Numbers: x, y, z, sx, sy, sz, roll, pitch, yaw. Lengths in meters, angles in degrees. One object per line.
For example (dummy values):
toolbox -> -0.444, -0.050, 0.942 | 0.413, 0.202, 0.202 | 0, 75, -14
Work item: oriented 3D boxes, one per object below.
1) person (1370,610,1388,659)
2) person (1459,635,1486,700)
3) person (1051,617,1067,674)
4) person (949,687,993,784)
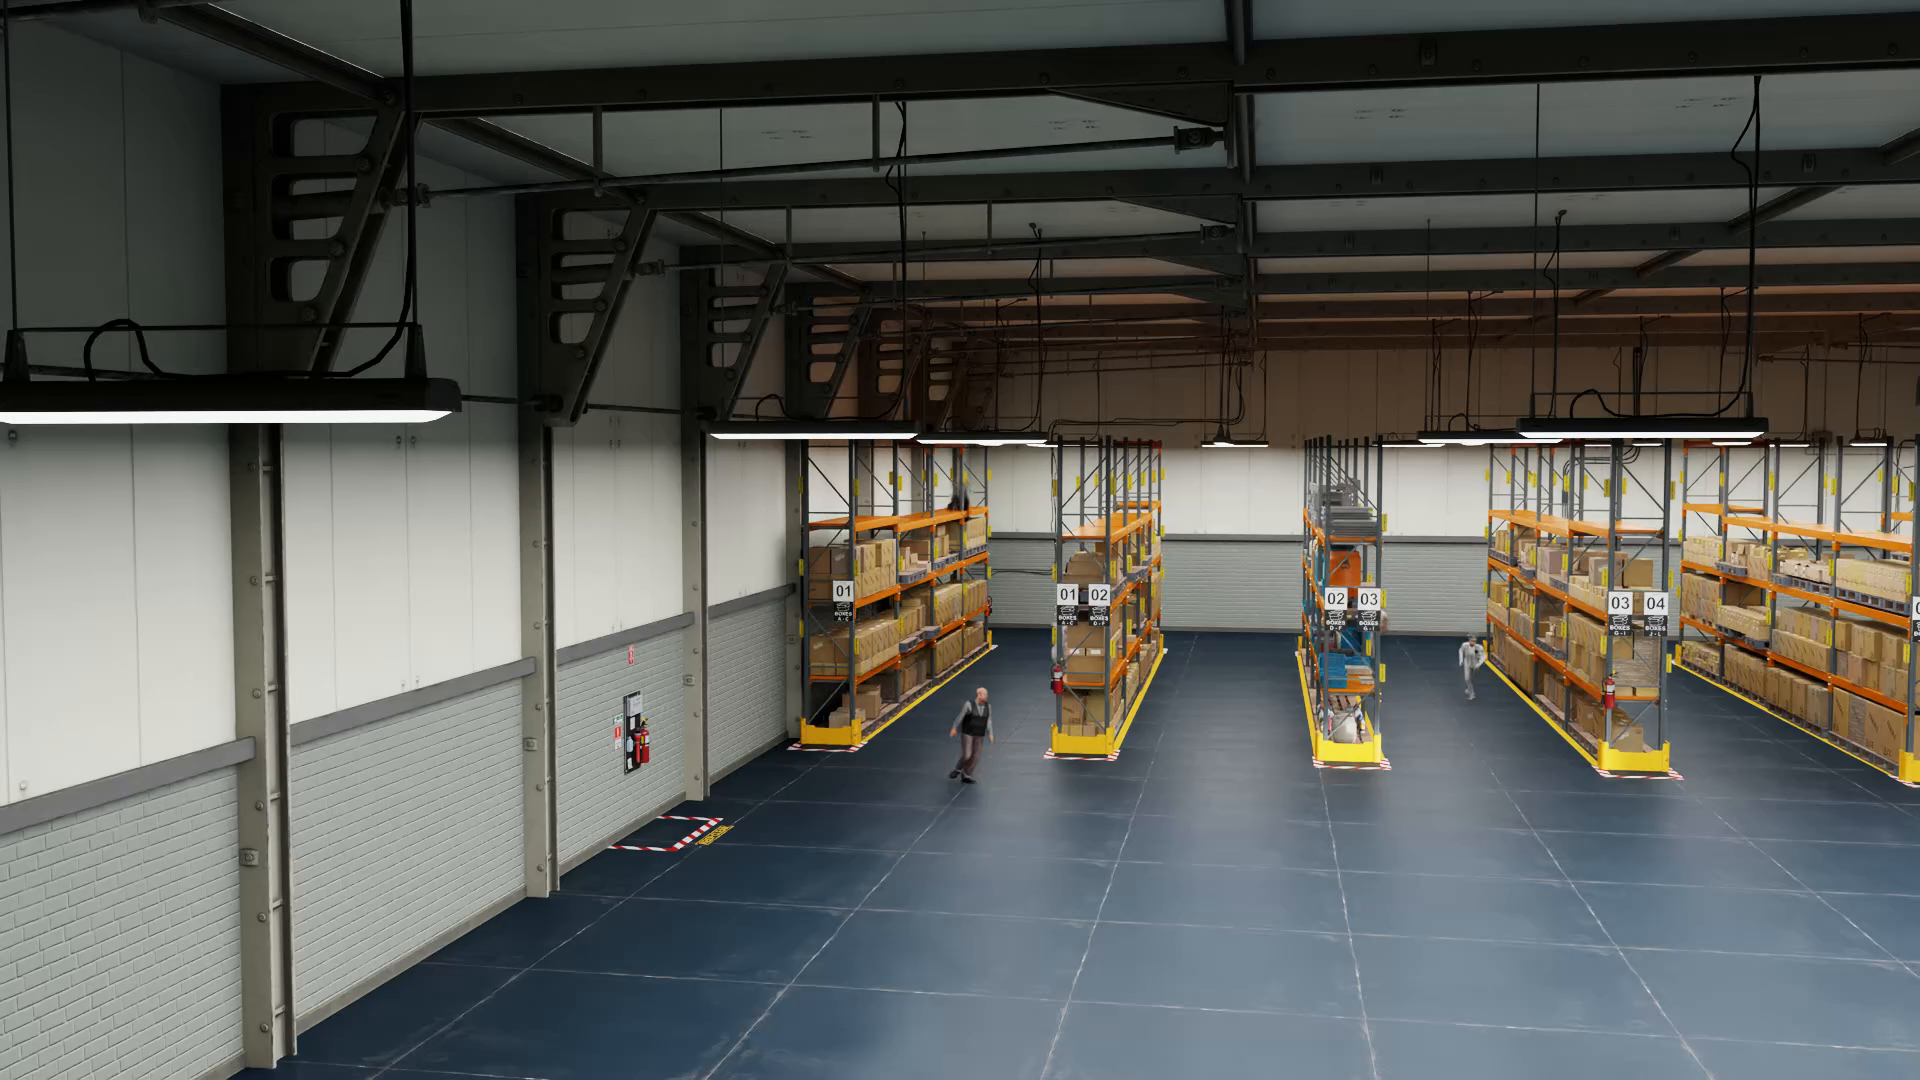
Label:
person -> 11.442, 2.484, 45.773 | 0.672, 1.558, 0.993 | 1, 3, 15
person -> 11.825, 2.900, 38.366 | 0.611, 1.516, 1.018 | 1, 3, 18
person -> 2.570, 2.638, 41.668 | 0.686, 1.612, 1.098 | 1, 3, 24
person -> 0.202, 3.347, 28.494 | 0.705, 1.676, 0.524 | -2, 4, -31
